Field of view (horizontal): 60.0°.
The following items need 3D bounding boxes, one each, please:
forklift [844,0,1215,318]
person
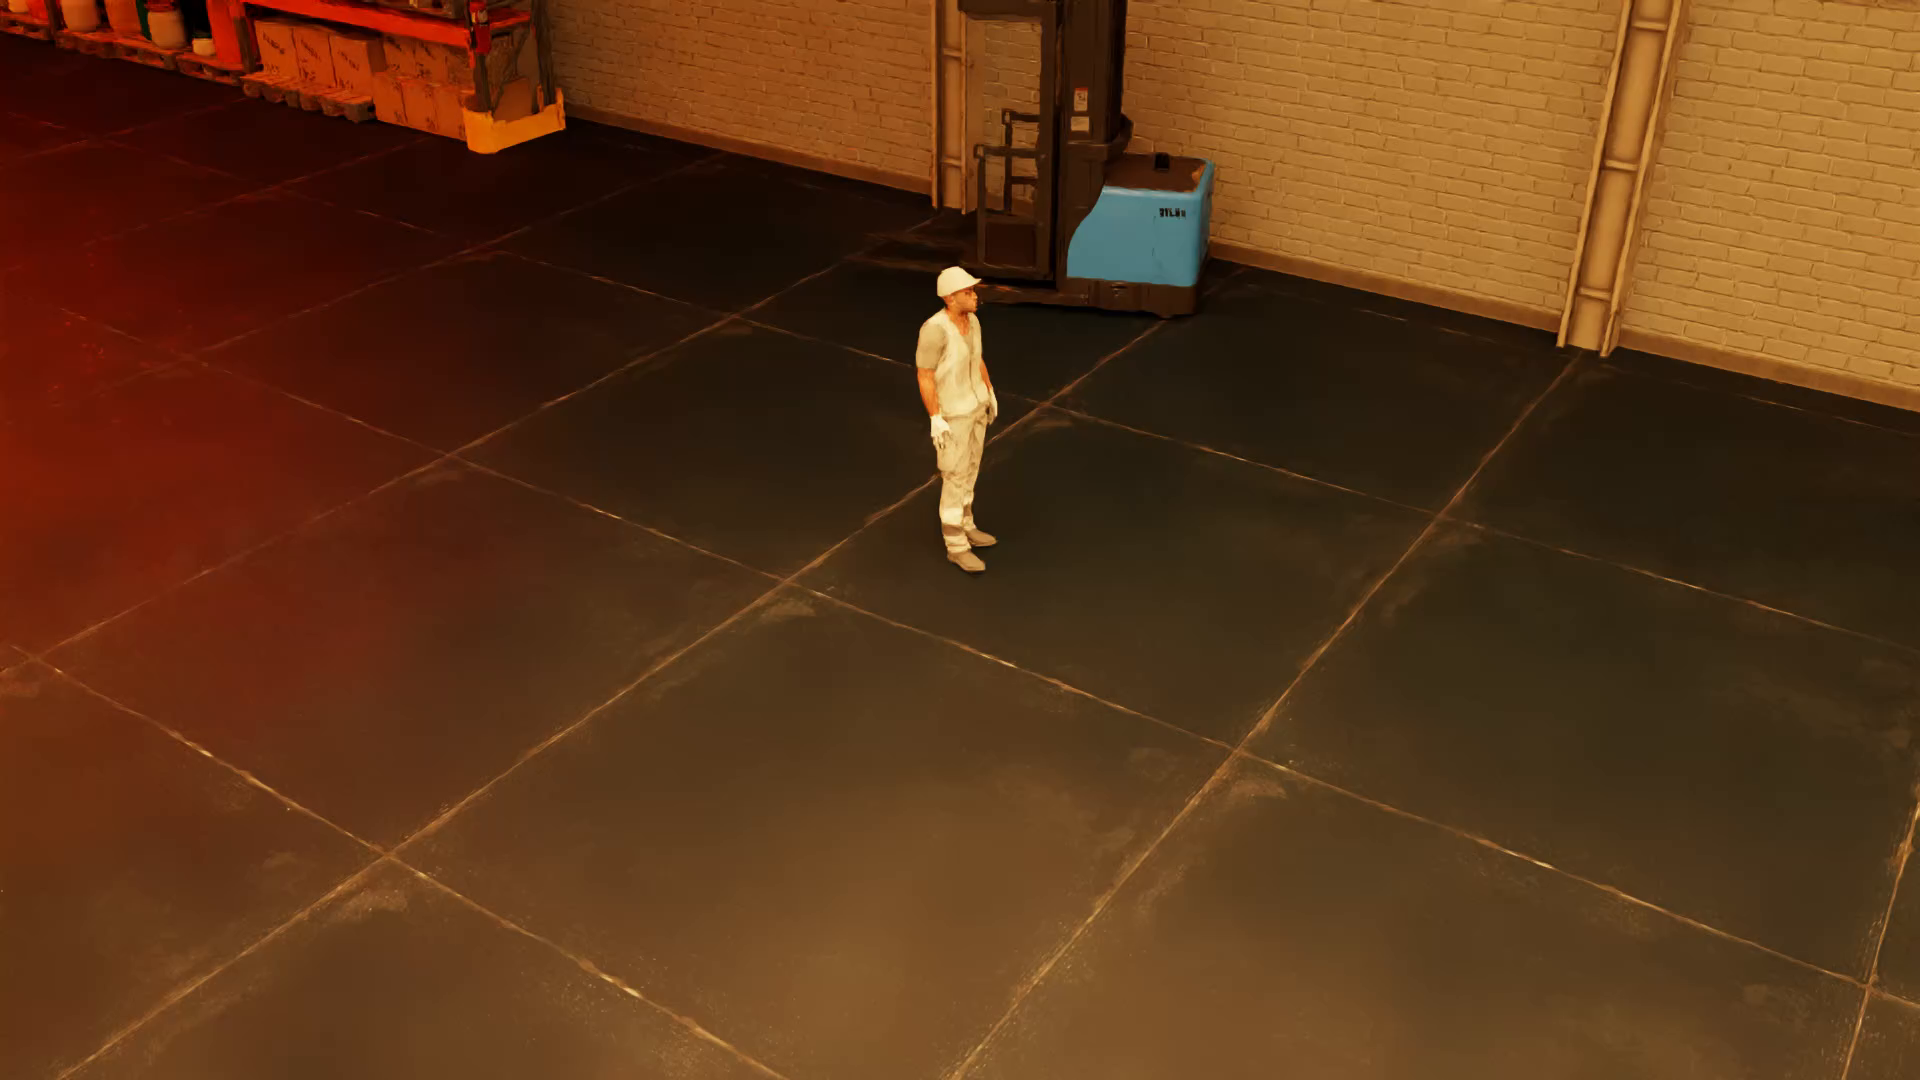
[{"bbox_3d":[0.554,-3.461,13.542,3.031,2.935,1.130,7,31,12],"label":"forklift"},{"bbox_3d":[0.060,-0.752,10.001,0.563,1.787,0.637,19,35,29],"label":"person"}]
